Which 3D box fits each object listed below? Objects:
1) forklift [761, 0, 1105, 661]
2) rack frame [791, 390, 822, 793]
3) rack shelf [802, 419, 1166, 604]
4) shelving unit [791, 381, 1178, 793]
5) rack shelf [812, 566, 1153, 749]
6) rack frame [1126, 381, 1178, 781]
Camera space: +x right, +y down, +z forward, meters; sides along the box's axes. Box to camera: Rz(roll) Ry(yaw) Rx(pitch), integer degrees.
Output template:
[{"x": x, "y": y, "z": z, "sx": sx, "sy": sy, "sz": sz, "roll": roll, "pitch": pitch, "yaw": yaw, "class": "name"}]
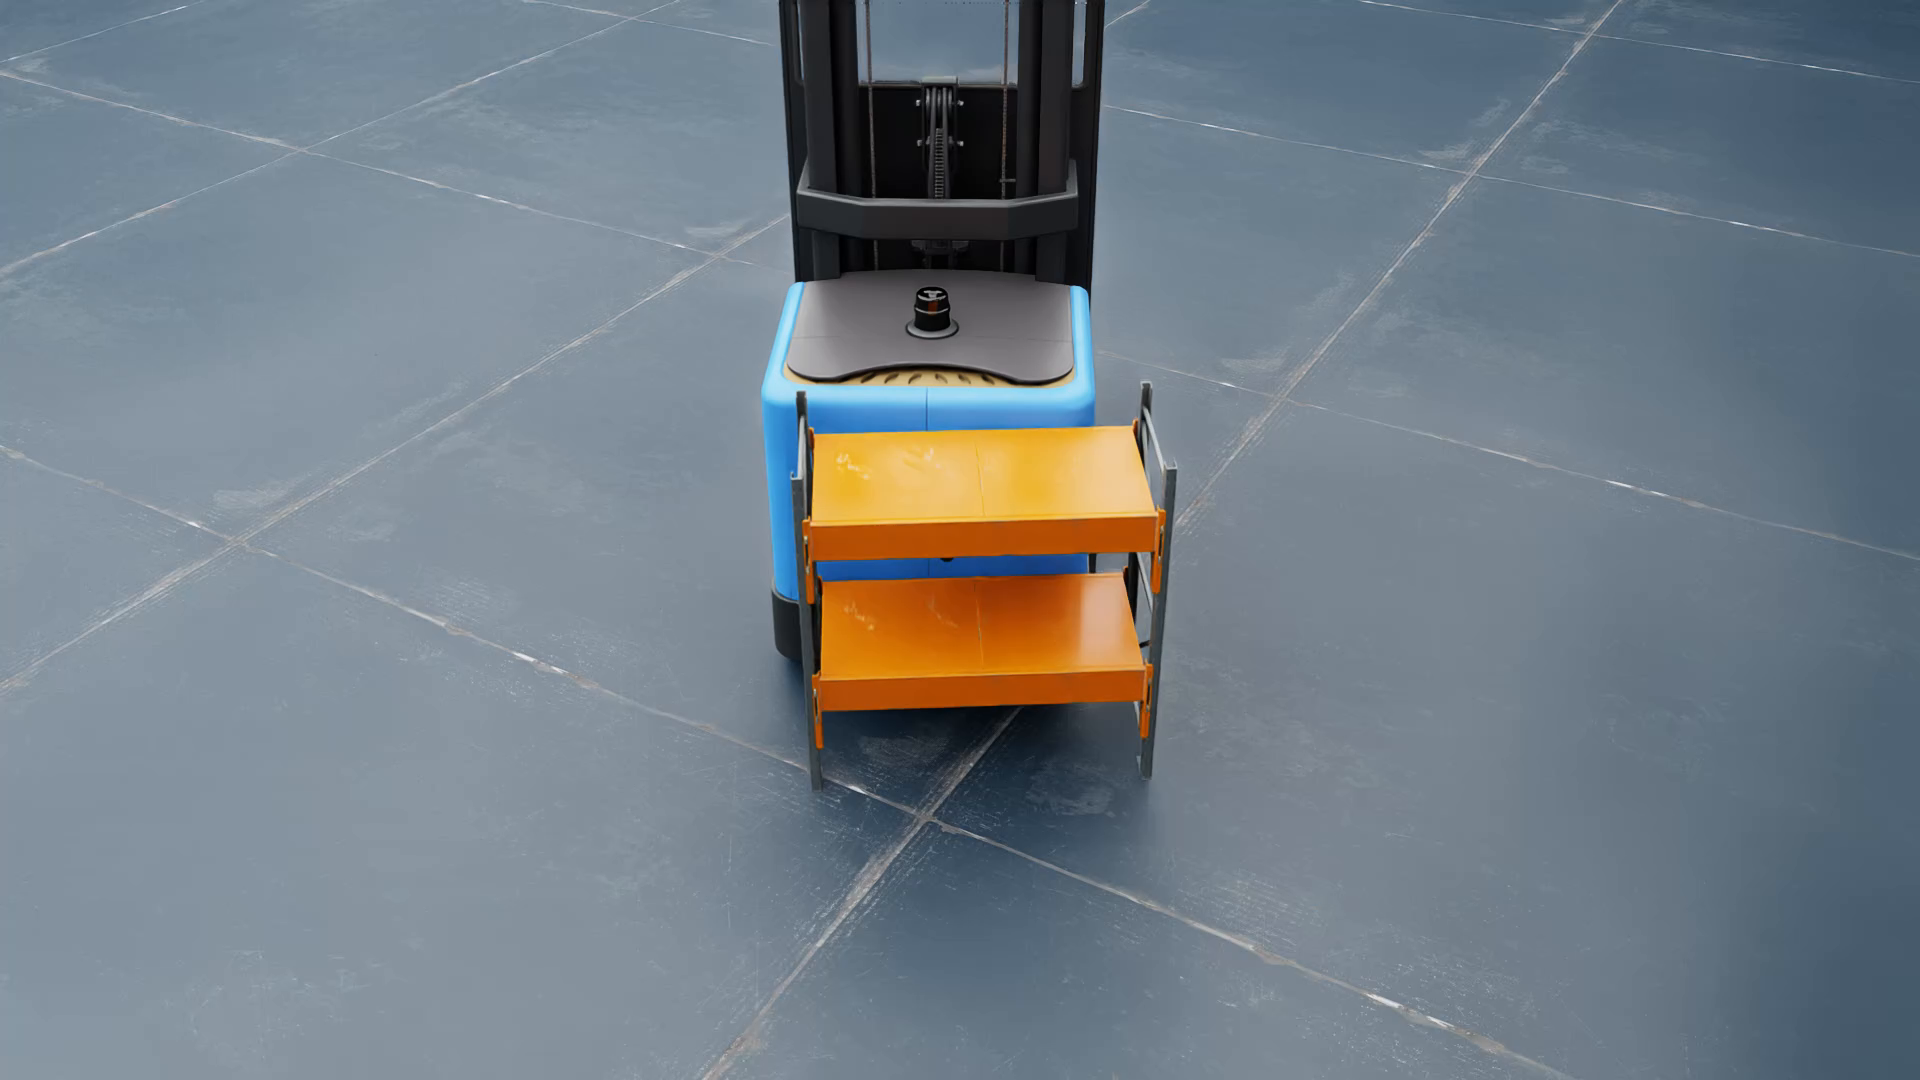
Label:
[{"x": -0.053, "y": -1.588, "z": 5.991, "sx": 1.130, "sy": 2.935, "sz": 3.031, "roll": 1, "pitch": 34, "yaw": 1, "class": "forklift"}, {"x": -0.453, "y": 0.167, "z": 4.985, "sx": 0.032, "sy": 1.125, "sz": 0.500, "roll": -2, "pitch": 34, "yaw": -3, "class": "rack frame"}, {"x": 0.055, "y": -0.092, "z": 4.845, "sx": 1.000, "sy": 0.278, "sz": 0.538, "roll": -2, "pitch": 34, "yaw": -3, "class": "rack shelf"}, {"x": 0.055, "y": 0.152, "z": 5.007, "sx": 1.048, "sy": 1.125, "sz": 0.538, "roll": -2, "pitch": 34, "yaw": -3, "class": "shelving unit"}, {"x": 0.055, "y": 0.355, "z": 5.143, "sx": 1.000, "sy": 0.278, "sz": 0.538, "roll": -2, "pitch": 34, "yaw": -3, "class": "rack shelf"}, {"x": 0.563, "y": 0.137, "z": 5.030, "sx": 0.032, "sy": 1.125, "sz": 0.500, "roll": -2, "pitch": 34, "yaw": -3, "class": "rack frame"}]
